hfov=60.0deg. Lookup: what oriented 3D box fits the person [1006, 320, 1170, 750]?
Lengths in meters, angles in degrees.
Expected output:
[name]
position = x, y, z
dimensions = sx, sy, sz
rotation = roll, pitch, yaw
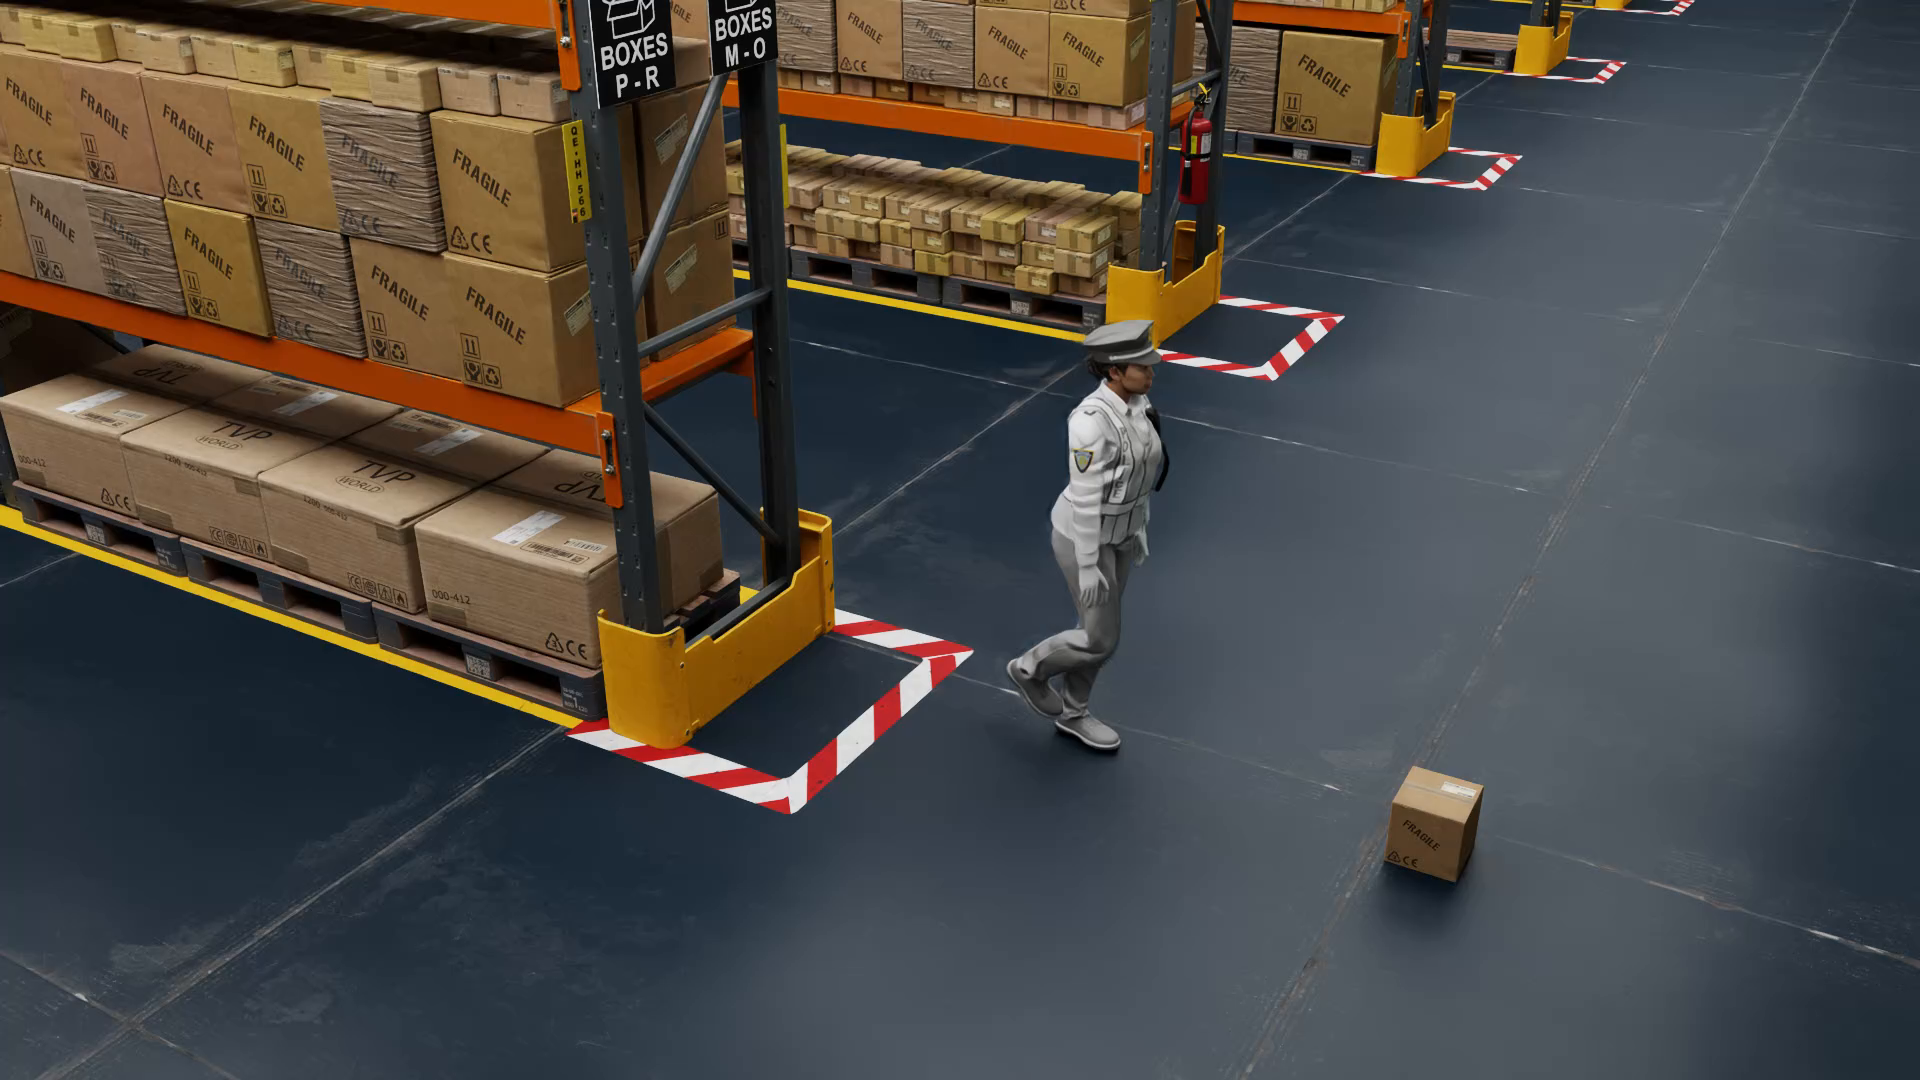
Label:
[person]
position = 0.466, -0.026, 6.114
dimensions = 0.489, 1.674, 0.538
rotation = 18, 32, 31
